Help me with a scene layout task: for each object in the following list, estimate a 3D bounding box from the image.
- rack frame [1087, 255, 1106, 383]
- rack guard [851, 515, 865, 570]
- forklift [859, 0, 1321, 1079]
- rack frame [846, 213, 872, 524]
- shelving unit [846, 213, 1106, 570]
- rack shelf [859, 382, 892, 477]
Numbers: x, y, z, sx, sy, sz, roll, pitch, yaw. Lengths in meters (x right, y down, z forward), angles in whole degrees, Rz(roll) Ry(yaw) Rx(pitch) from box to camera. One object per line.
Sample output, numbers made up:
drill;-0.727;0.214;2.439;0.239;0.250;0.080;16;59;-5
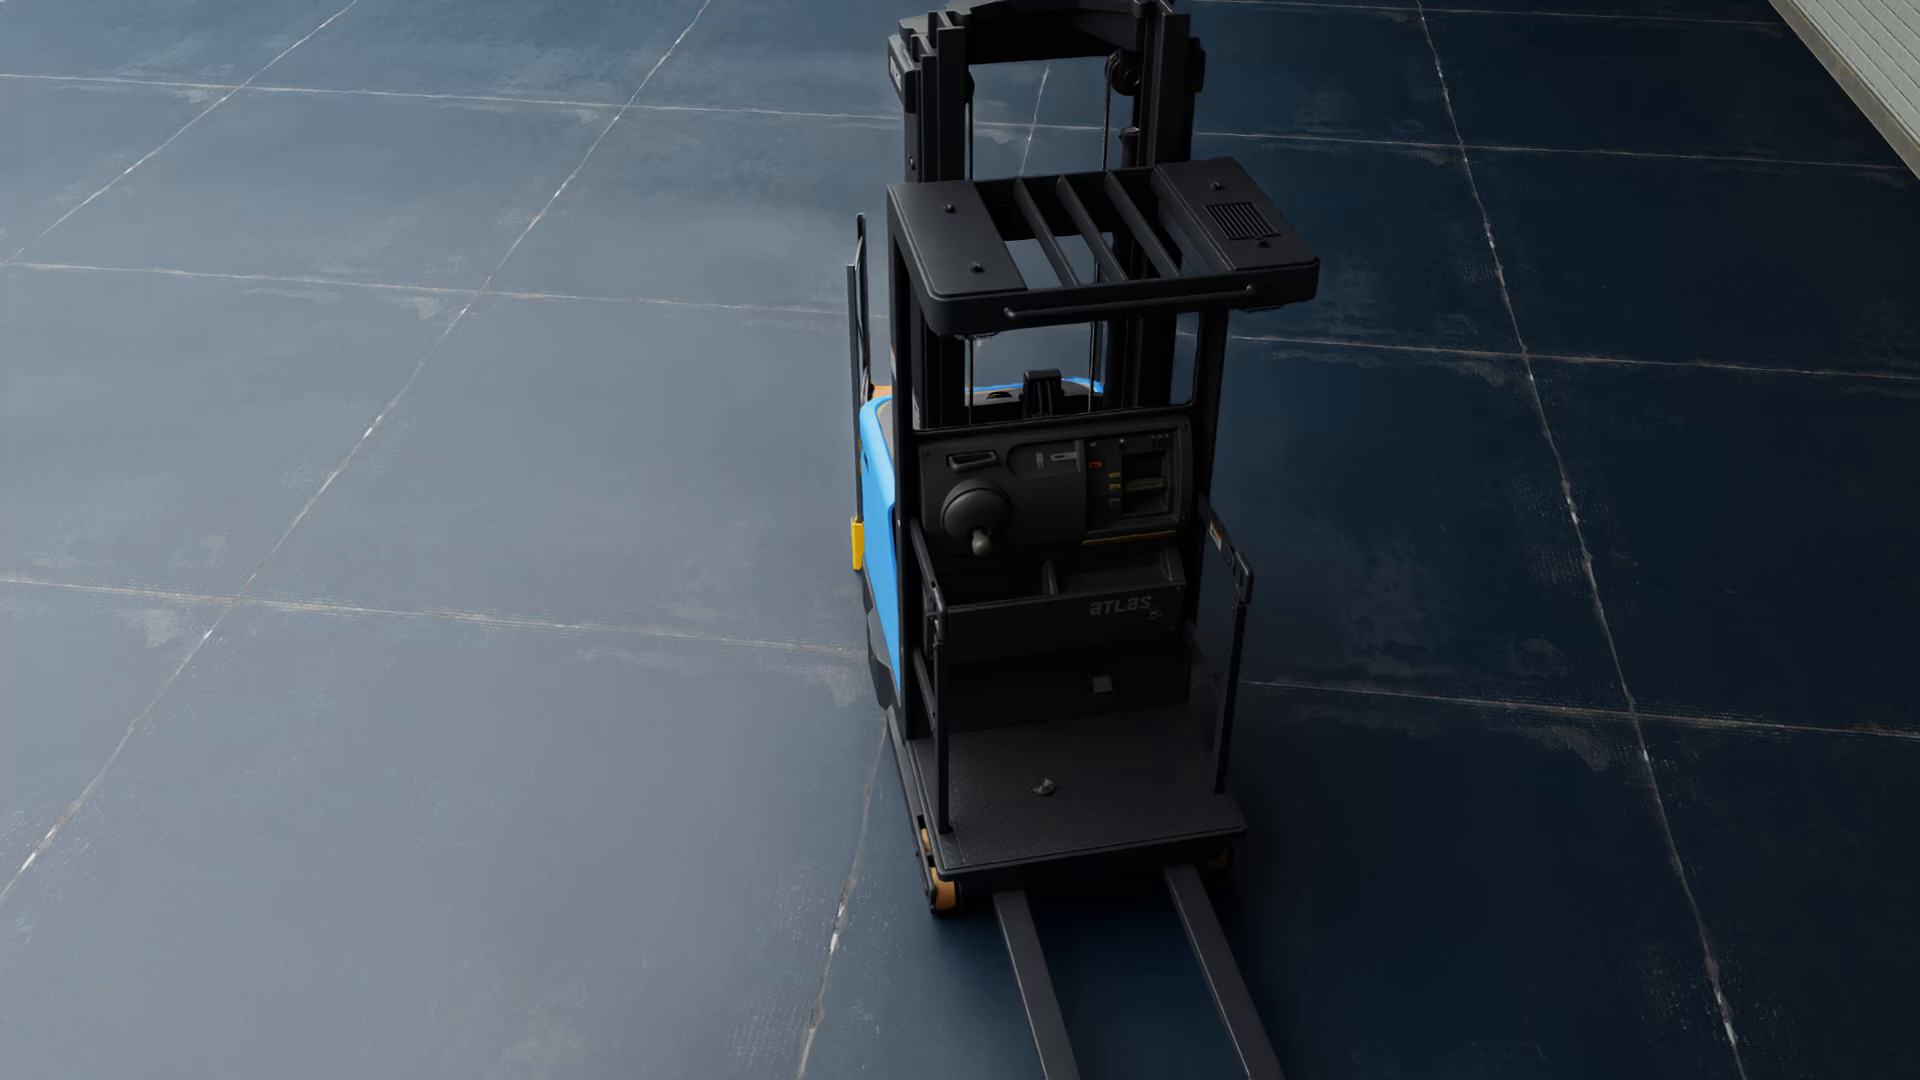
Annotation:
rack frame;0.582;-0.621;7.329;0.032;1.500;0.500;1;36;2
rack guard;-0.432;-0.137;7.726;0.087;0.250;0.587;1;36;2
forklift;0.371;-0.112;5.384;1.130;2.935;3.031;-7;36;-9
rack frame;-0.434;-0.645;7.363;0.032;1.500;0.500;1;36;2
shelving unit;0.065;-0.633;7.346;1.083;1.500;0.587;1;36;2
rack shelf;0.074;-0.487;7.450;1.000;0.185;0.538;1;36;2
